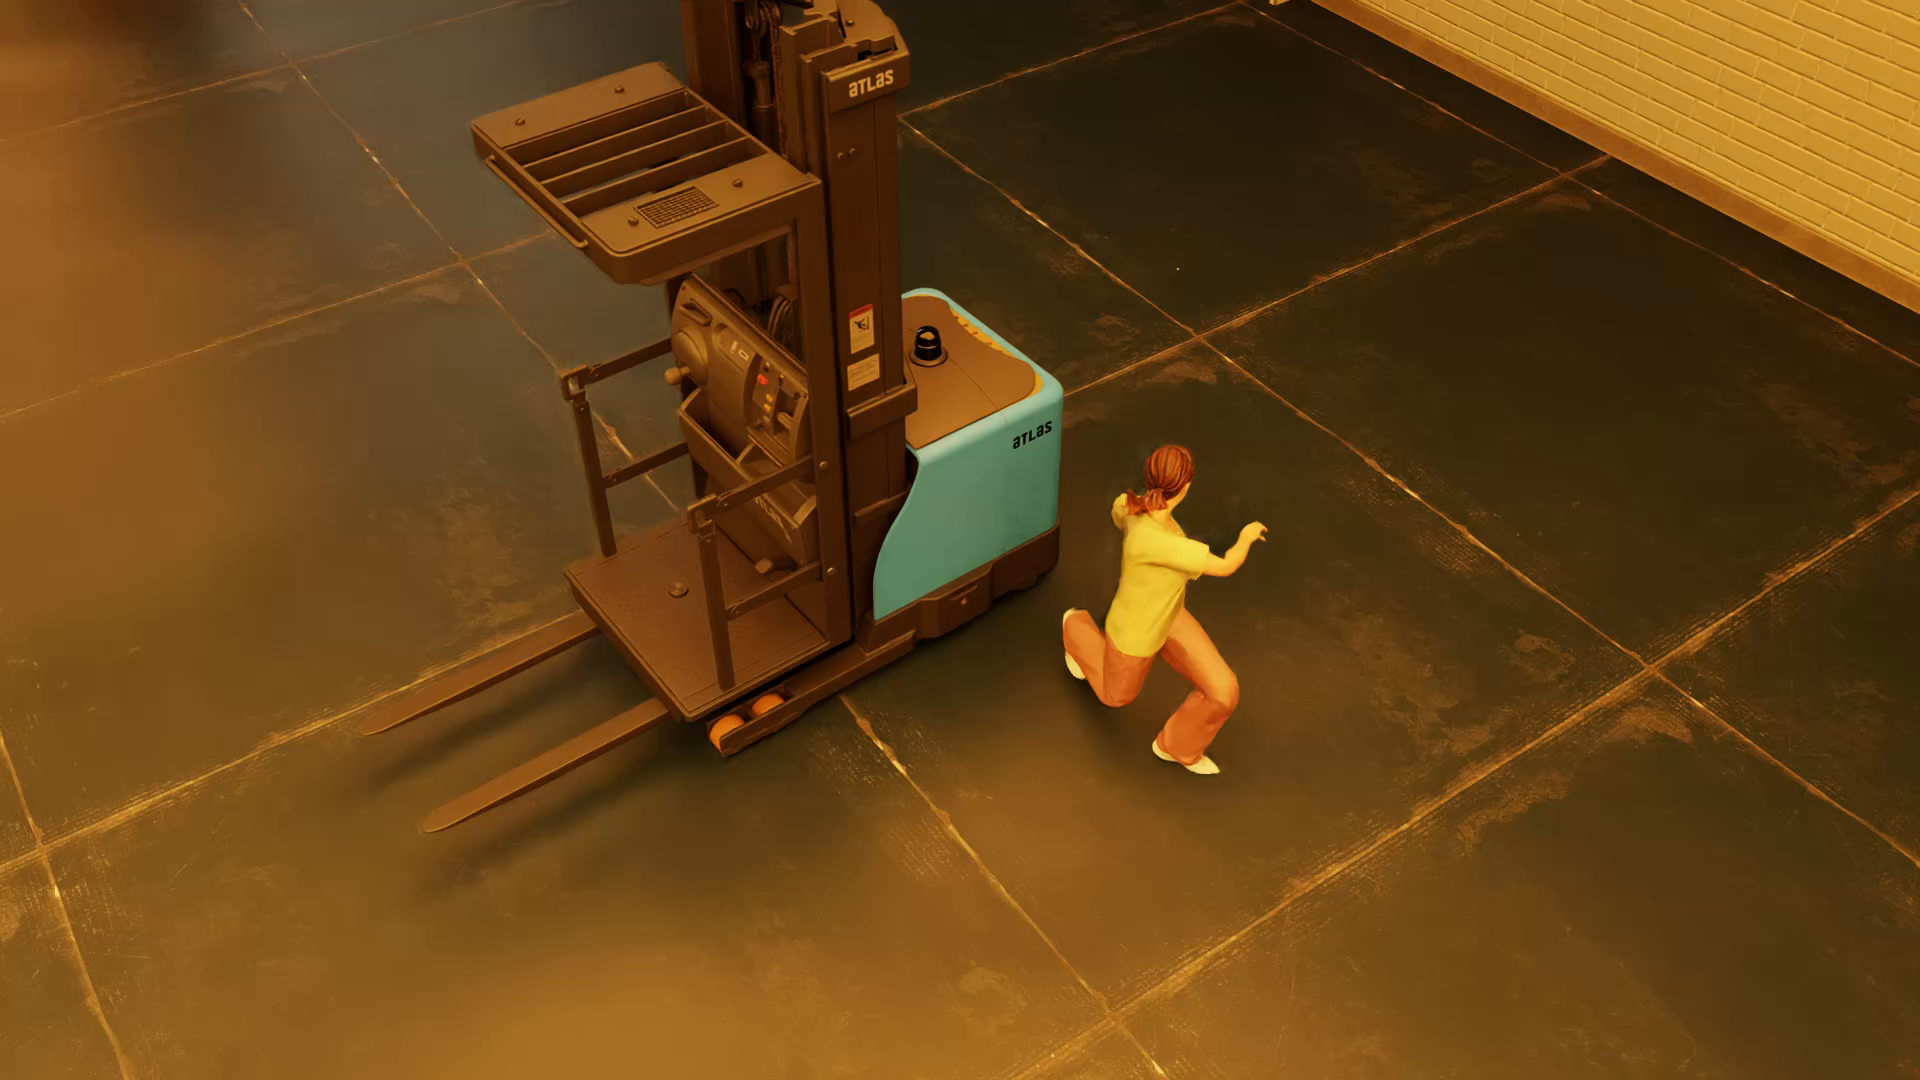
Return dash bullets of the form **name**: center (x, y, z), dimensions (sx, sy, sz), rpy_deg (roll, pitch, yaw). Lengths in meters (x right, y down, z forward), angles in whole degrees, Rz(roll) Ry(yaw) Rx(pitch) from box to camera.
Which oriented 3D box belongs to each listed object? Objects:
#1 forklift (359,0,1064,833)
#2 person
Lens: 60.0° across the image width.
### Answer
- **forklift**: center (-1.026, -0.597, 6.363), dimensions (3.031, 2.935, 1.130), rpy_deg (-27, 49, -26)
- **person**: center (0.796, 0.206, 6.658), dimensions (0.943, 1.448, 0.652), rpy_deg (29, 50, 27)
